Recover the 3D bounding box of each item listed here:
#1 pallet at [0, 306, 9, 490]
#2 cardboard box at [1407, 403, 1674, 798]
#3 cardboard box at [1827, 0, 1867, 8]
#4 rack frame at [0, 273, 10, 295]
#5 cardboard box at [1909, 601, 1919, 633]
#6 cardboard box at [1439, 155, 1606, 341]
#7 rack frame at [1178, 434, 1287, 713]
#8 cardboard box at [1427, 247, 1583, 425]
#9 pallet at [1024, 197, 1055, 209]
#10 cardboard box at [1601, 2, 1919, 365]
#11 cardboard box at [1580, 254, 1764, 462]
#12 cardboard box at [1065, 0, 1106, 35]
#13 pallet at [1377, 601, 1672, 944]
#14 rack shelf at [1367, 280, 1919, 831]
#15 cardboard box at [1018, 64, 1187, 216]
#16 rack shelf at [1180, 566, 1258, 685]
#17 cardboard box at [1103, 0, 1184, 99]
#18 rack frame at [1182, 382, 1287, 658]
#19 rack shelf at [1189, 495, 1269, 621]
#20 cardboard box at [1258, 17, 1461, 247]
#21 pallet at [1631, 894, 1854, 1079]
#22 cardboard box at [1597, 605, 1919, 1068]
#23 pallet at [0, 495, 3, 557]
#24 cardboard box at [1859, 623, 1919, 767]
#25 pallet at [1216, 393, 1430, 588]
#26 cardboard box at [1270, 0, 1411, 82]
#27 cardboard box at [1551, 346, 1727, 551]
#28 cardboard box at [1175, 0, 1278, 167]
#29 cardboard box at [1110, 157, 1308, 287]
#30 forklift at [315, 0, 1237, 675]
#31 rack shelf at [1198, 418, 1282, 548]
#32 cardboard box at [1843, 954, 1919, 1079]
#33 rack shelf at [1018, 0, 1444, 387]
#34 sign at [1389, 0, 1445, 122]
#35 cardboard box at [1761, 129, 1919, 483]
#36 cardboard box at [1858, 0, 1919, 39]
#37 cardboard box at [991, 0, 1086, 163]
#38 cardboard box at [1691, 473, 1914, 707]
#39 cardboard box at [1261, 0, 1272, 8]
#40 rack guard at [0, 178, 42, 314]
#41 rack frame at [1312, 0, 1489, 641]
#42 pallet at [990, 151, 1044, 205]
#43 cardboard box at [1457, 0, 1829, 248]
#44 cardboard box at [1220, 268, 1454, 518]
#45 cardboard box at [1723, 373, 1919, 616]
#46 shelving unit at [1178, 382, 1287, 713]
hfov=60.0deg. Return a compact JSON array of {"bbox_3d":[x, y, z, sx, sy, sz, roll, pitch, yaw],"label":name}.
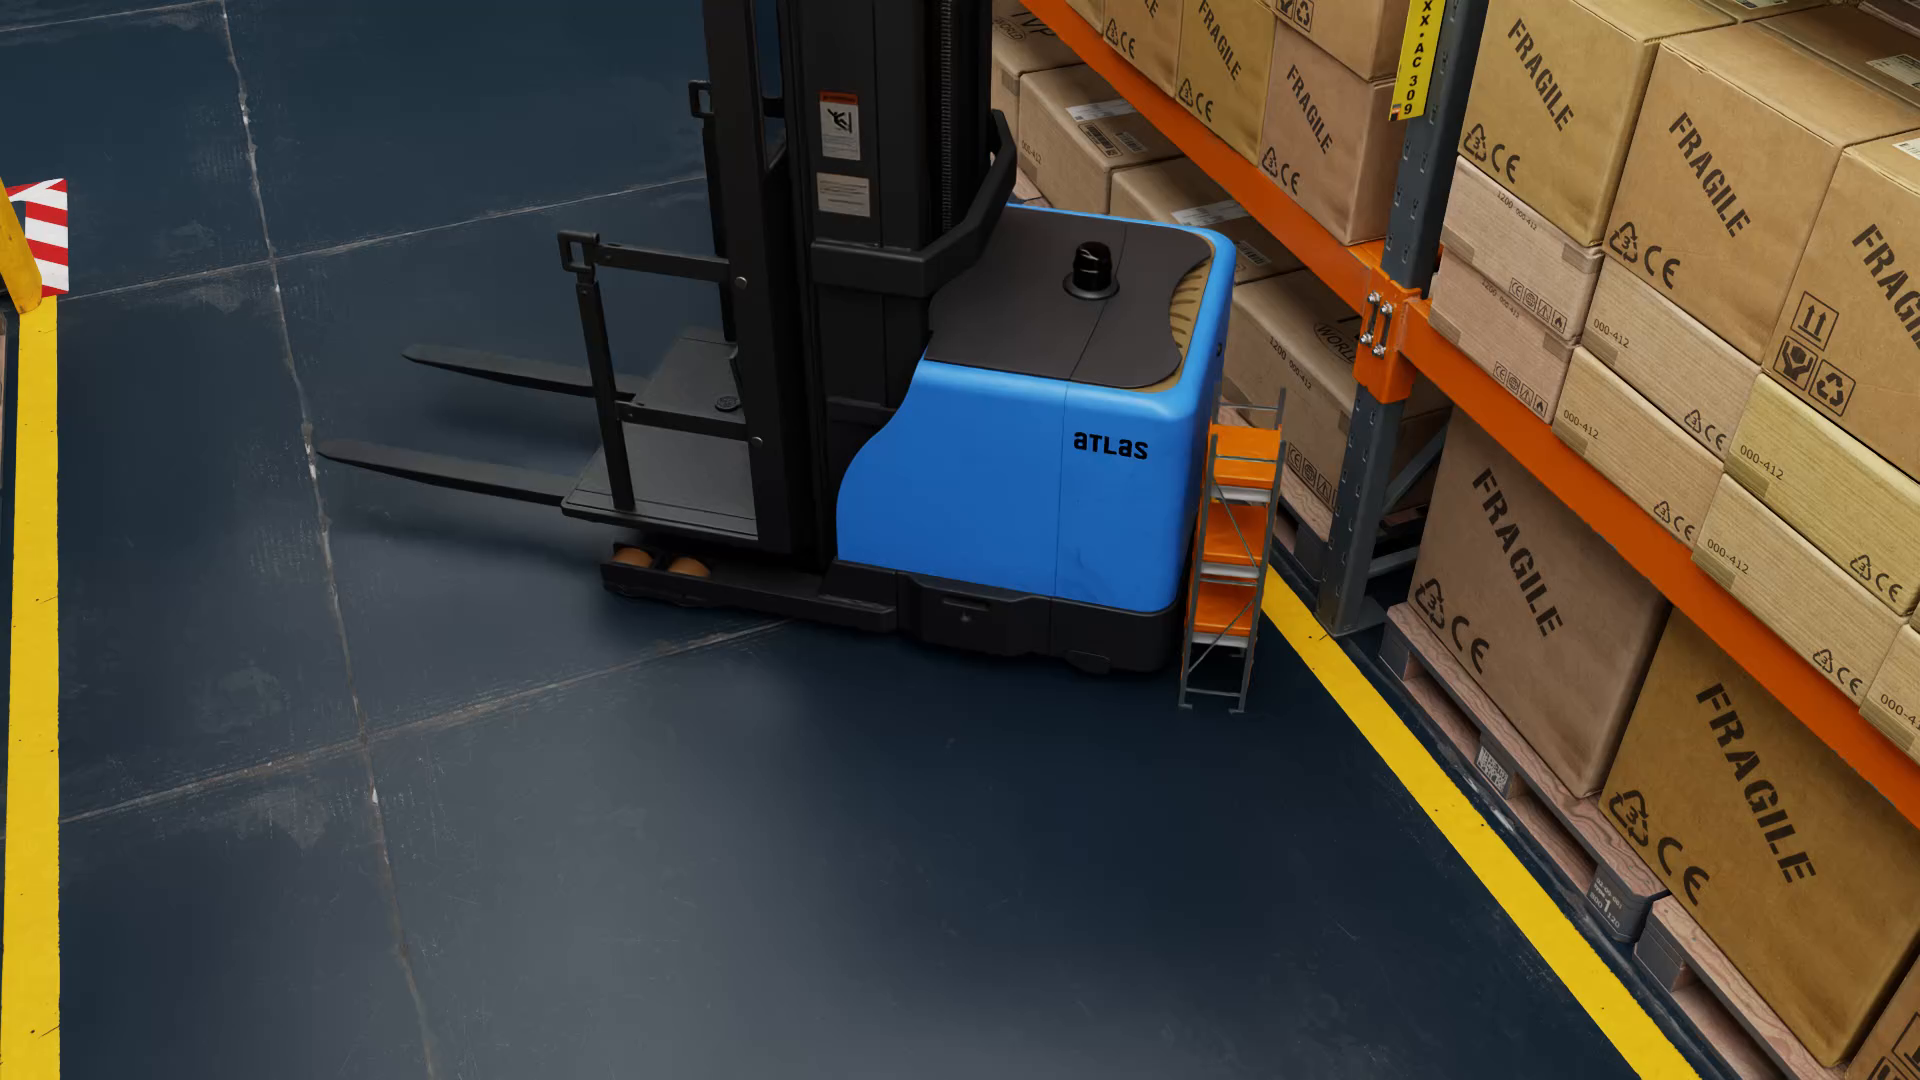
[{"bbox_3d":[-4.114,-0.488,6.155,1.003,0.211,1.213,-15,43,-17],"label":"pallet"},{"bbox_3d":[1.955,0.025,4.728,0.875,0.875,0.875,-14,43,-16],"label":"cardboard box"},{"bbox_3d":[2.046,-1.186,3.985,0.500,0.500,0.500,-14,43,-15],"label":"cardboard box"},{"bbox_3d":[-4.422,-2.089,5.879,1.000,3.000,0.127,-15,43,-17],"label":"rack frame"},{"bbox_3d":[2.141,0.149,3.007,0.500,0.250,0.500,-16,43,-18],"label":"cardboard box"},{"bbox_3d":[1.551,-0.772,4.079,0.500,0.250,0.500,-16,43,-18],"label":"cardboard box"},{"bbox_3d":[0.775,0.124,4.801,0.200,1.050,0.008,6,41,6],"label":"rack frame"},{"bbox_3d":[1.568,-0.587,4.247,0.500,0.250,0.500,-16,43,-18],"label":"cardboard box"},{"bbox_3d":[0.954,-1.131,6.904,1.003,0.211,1.213,-15,43,-17],"label":"pallet"},{"bbox_3d":[1.766,-0.756,3.485,0.500,0.500,0.500,-15,43,-17],"label":"cardboard box"},{"bbox_3d":[1.777,-0.465,3.722,0.500,0.250,0.500,-14,43,-16],"label":"cardboard box"},{"bbox_3d":[0.636,-2.156,5.879,0.500,0.500,0.500,-14,43,-15],"label":"cardboard box"},{"bbox_3d":[2.008,0.528,4.974,1.003,0.211,1.213,-15,43,-17],"label":"pallet"},{"bbox_3d":[2.409,0.502,3.417,1.077,0.370,4.000,-15,43,-17],"label":"rack shelf"},{"bbox_3d":[0.816,-1.651,7.012,0.875,0.438,0.875,-14,43,-16],"label":"cardboard box"},{"bbox_3d":[0.793,0.264,5.081,0.215,0.259,0.240,6,41,6],"label":"rack shelf"},{"bbox_3d":[0.822,-1.836,5.508,0.500,0.500,0.500,-16,43,-17],"label":"cardboard box"},{"bbox_3d":[0.811,-0.034,4.984,0.200,1.050,0.008,6,41,6],"label":"rack frame"},{"bbox_3d":[0.793,0.053,4.899,0.215,0.259,0.240,6,41,6],"label":"rack shelf"},{"bbox_3d":[1.230,-1.229,4.801,0.500,0.500,0.500,-15,43,-16],"label":"cardboard box"},{"bbox_3d":[2.479,1.264,4.118,1.003,0.211,1.213,-15,43,-17],"label":"pallet"},{"bbox_3d":[2.307,0.567,4.098,0.875,0.875,0.875,-14,43,-16],"label":"cardboard box"},{"bbox_3d":[-3.652,0.246,5.302,1.003,0.211,1.213,-15,43,-17],"label":"pallet"},{"bbox_3d":[2.131,0.340,3.169,0.500,0.250,0.500,-16,43,-18],"label":"cardboard box"},{"bbox_3d":[1.425,-0.395,6.048,1.003,0.211,1.213,-15,43,-17],"label":"pallet"},{"bbox_3d":[1.208,-1.607,4.475,0.500,0.500,0.500,-15,43,-17],"label":"cardboard box"},{"bbox_3d":[1.767,-0.276,3.885,0.500,0.250,0.500,-16,43,-18],"label":"cardboard box"},{"bbox_3d":[1.028,-1.537,5.160,0.500,0.500,0.500,-16,43,-18],"label":"cardboard box"},{"bbox_3d":[1.159,-1.107,6.380,0.875,0.438,0.875,-16,43,-18],"label":"cardboard box"},{"bbox_3d":[-0.691,-1.212,4.911,3.031,2.935,1.130,10,42,11],"label":"forklift"},{"bbox_3d":[0.793,-0.162,4.714,0.215,0.259,0.240,6,41,6],"label":"rack shelf"},{"bbox_3d":[2.649,1.106,3.471,0.875,0.875,0.875,-15,43,-16],"label":"cardboard box"},{"bbox_3d":[0.878,-1.907,6.219,1.077,0.370,4.000,-15,43,-17],"label":"rack shelf"},{"bbox_3d":[1.131,-1.194,4.113,0.100,0.325,0.005,-15,43,-17],"label":"sign"},{"bbox_3d":[1.956,-0.453,3.133,0.500,0.500,0.500,-16,43,-18],"label":"cardboard box"},{"bbox_3d":[2.251,-0.876,3.624,0.500,0.500,0.500,-14,43,-16],"label":"cardboard box"},{"bbox_3d":[0.458,-2.200,7.651,0.875,0.438,0.875,-17,43,-18],"label":"cardboard box"},{"bbox_3d":[1.949,0.037,3.522,0.500,0.250,0.500,-15,43,-17],"label":"cardboard box"},{"bbox_3d":[1.021,-1.915,4.833,0.500,0.500,0.500,-16,43,-17],"label":"cardboard box"},{"bbox_3d":[-4.393,-1.095,6.640,1.175,0.500,0.348,-15,43,-17],"label":"rack guard"},{"bbox_3d":[1.643,-0.975,4.583,1.000,3.000,0.127,-15,43,-17],"label":"rack frame"},{"bbox_3d":[0.491,-1.865,7.757,1.003,0.211,1.213,-15,43,-17],"label":"pallet"},{"bbox_3d":[1.546,-1.055,3.833,0.500,0.500,0.500,-15,43,-16],"label":"cardboard box"},{"bbox_3d":[1.502,-0.568,5.753,0.875,0.438,0.875,-16,43,-17],"label":"cardboard box"},{"bbox_3d":[1.945,-0.155,3.361,0.500,0.250,0.500,-15,43,-16],"label":"cardboard box"},{"bbox_3d":[0.793,0.045,4.892,0.215,1.050,0.252,6,41,6],"label":"shelving unit"}]
